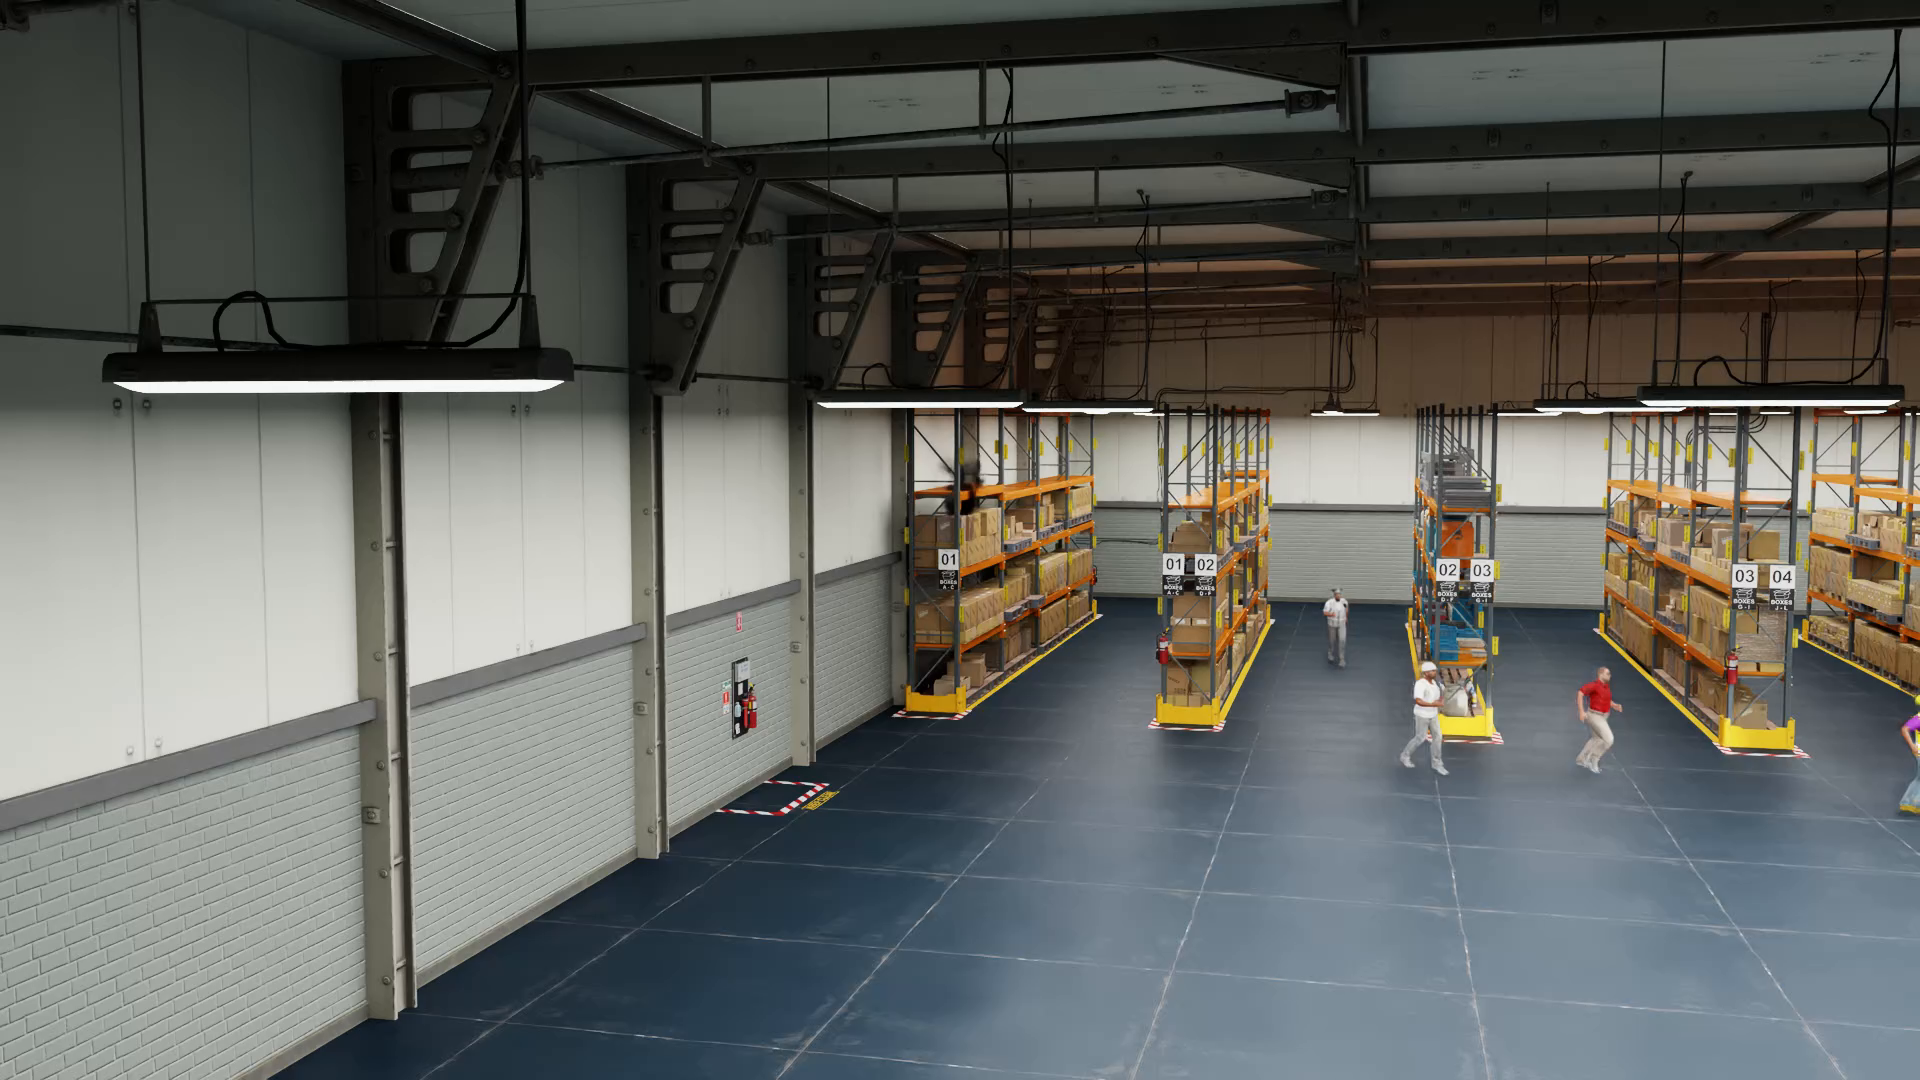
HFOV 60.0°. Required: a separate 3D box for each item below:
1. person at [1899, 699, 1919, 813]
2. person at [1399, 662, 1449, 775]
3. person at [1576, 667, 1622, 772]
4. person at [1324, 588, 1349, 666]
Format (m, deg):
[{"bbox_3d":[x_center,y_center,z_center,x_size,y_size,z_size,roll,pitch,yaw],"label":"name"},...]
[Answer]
[{"bbox_3d":[13.908,3.103,23.875,0.692,1.785,0.685,3,5,37],"label":"person"},{"bbox_3d":[7.544,2.877,26.972,0.804,1.822,0.720,4,6,43],"label":"person"},{"bbox_3d":[10.371,2.931,27.015,0.725,1.749,0.657,3,5,40],"label":"person"},{"bbox_3d":[8.811,1.997,38.932,0.621,1.798,0.937,0,4,3],"label":"person"}]
